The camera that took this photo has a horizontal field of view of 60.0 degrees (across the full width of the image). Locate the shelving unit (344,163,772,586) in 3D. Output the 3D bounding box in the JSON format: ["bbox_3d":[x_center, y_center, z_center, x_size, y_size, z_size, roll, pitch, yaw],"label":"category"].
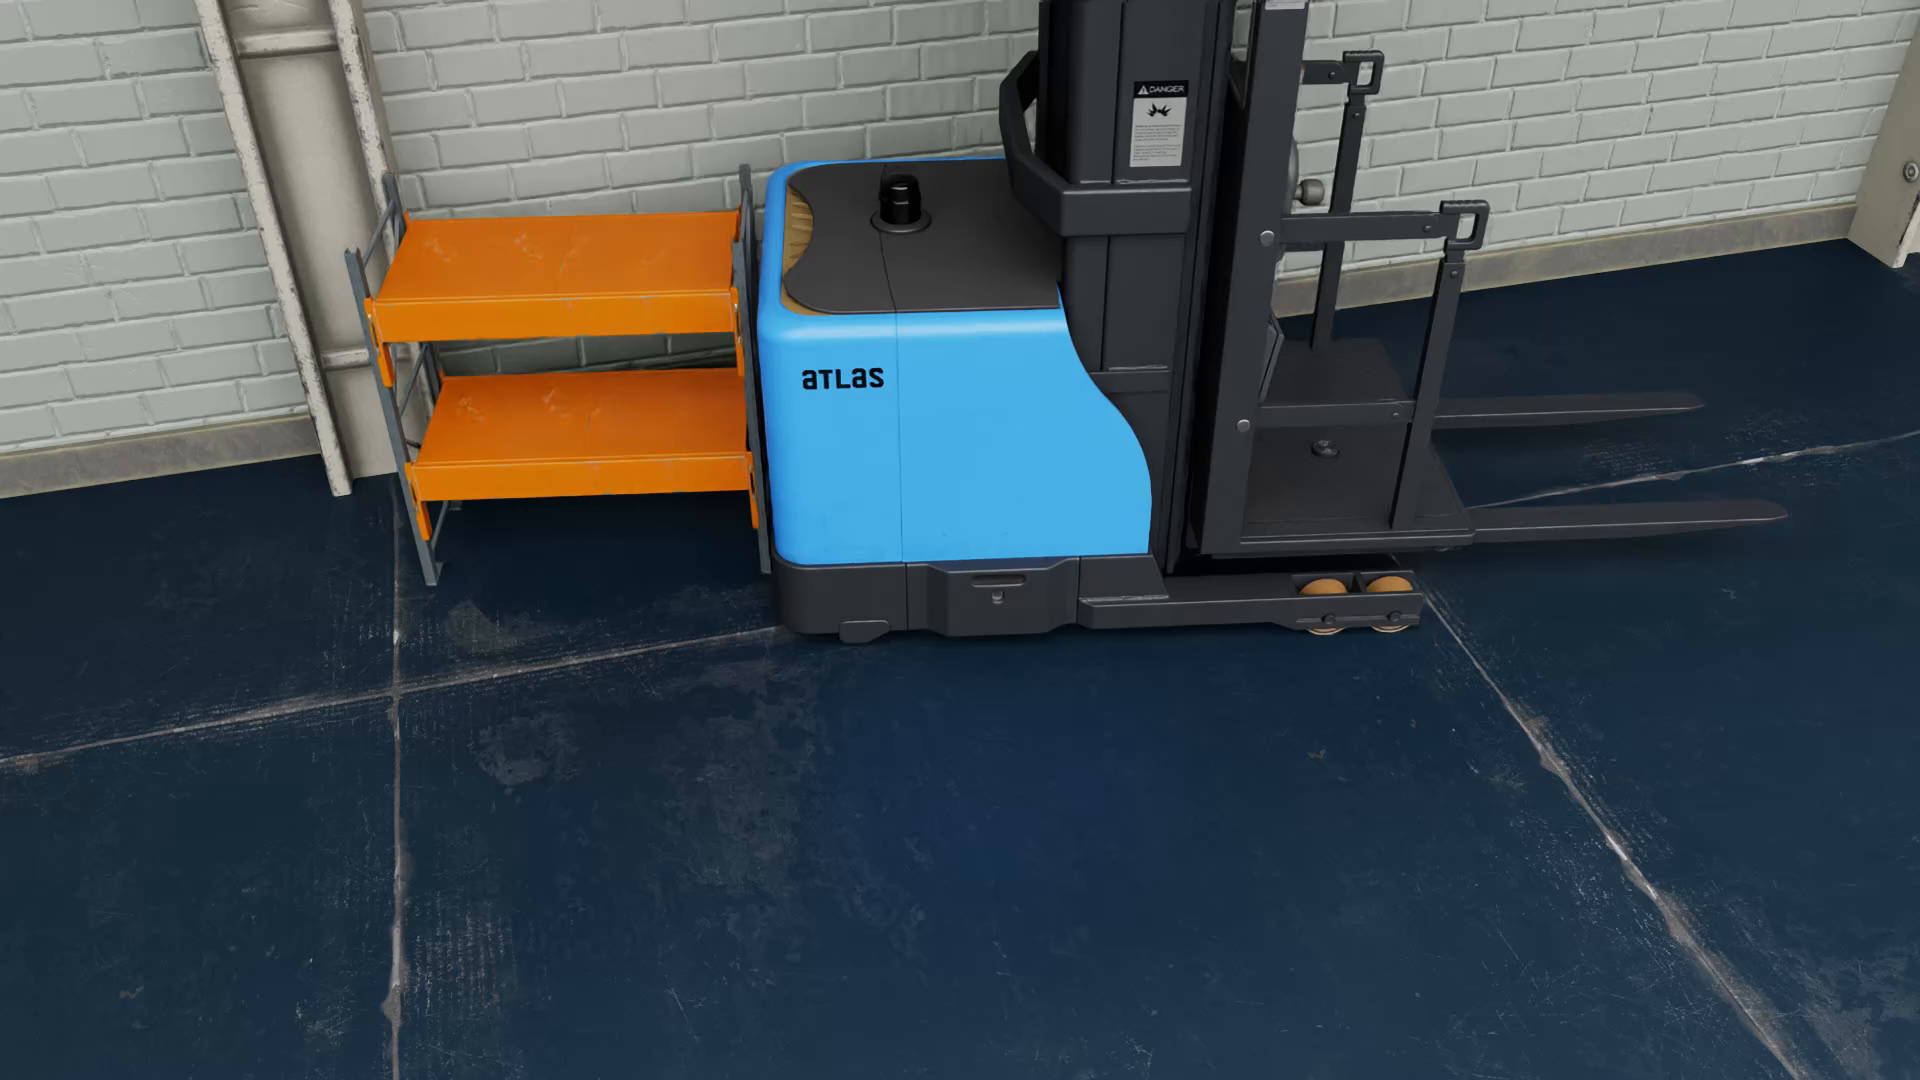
[{"bbox_3d":[-1.118,-0.476,4.947,1.048,1.125,0.538,-2,37,-3],"label":"shelving unit"}]

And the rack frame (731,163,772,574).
[{"bbox_3d":[-0.610,-0.495,4.971,0.032,1.125,0.500,-2,37,-3],"label":"rack frame"}]

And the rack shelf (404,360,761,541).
[{"bbox_3d":[-1.118,-0.282,5.095,1.000,0.278,0.538,-2,37,-3],"label":"rack shelf"}]

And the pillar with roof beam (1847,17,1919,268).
[{"bbox_3d":[5.017,-2.263,0.802,0.400,9.000,9.100,-9,38,-12],"label":"pillar with roof beam"}]

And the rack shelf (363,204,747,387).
[{"bbox_3d":[-1.118,-0.709,4.769,1.000,0.278,0.538,-2,37,-3],"label":"rack shelf"}]

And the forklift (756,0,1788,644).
[{"bbox_3d":[0.951,-1.206,4.414,3.031,2.935,1.130,-2,37,-3],"label":"forklift"}]

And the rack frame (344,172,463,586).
[{"bbox_3d":[-1.625,-0.458,4.923,0.032,1.125,0.500,-2,37,-3],"label":"rack frame"}]
